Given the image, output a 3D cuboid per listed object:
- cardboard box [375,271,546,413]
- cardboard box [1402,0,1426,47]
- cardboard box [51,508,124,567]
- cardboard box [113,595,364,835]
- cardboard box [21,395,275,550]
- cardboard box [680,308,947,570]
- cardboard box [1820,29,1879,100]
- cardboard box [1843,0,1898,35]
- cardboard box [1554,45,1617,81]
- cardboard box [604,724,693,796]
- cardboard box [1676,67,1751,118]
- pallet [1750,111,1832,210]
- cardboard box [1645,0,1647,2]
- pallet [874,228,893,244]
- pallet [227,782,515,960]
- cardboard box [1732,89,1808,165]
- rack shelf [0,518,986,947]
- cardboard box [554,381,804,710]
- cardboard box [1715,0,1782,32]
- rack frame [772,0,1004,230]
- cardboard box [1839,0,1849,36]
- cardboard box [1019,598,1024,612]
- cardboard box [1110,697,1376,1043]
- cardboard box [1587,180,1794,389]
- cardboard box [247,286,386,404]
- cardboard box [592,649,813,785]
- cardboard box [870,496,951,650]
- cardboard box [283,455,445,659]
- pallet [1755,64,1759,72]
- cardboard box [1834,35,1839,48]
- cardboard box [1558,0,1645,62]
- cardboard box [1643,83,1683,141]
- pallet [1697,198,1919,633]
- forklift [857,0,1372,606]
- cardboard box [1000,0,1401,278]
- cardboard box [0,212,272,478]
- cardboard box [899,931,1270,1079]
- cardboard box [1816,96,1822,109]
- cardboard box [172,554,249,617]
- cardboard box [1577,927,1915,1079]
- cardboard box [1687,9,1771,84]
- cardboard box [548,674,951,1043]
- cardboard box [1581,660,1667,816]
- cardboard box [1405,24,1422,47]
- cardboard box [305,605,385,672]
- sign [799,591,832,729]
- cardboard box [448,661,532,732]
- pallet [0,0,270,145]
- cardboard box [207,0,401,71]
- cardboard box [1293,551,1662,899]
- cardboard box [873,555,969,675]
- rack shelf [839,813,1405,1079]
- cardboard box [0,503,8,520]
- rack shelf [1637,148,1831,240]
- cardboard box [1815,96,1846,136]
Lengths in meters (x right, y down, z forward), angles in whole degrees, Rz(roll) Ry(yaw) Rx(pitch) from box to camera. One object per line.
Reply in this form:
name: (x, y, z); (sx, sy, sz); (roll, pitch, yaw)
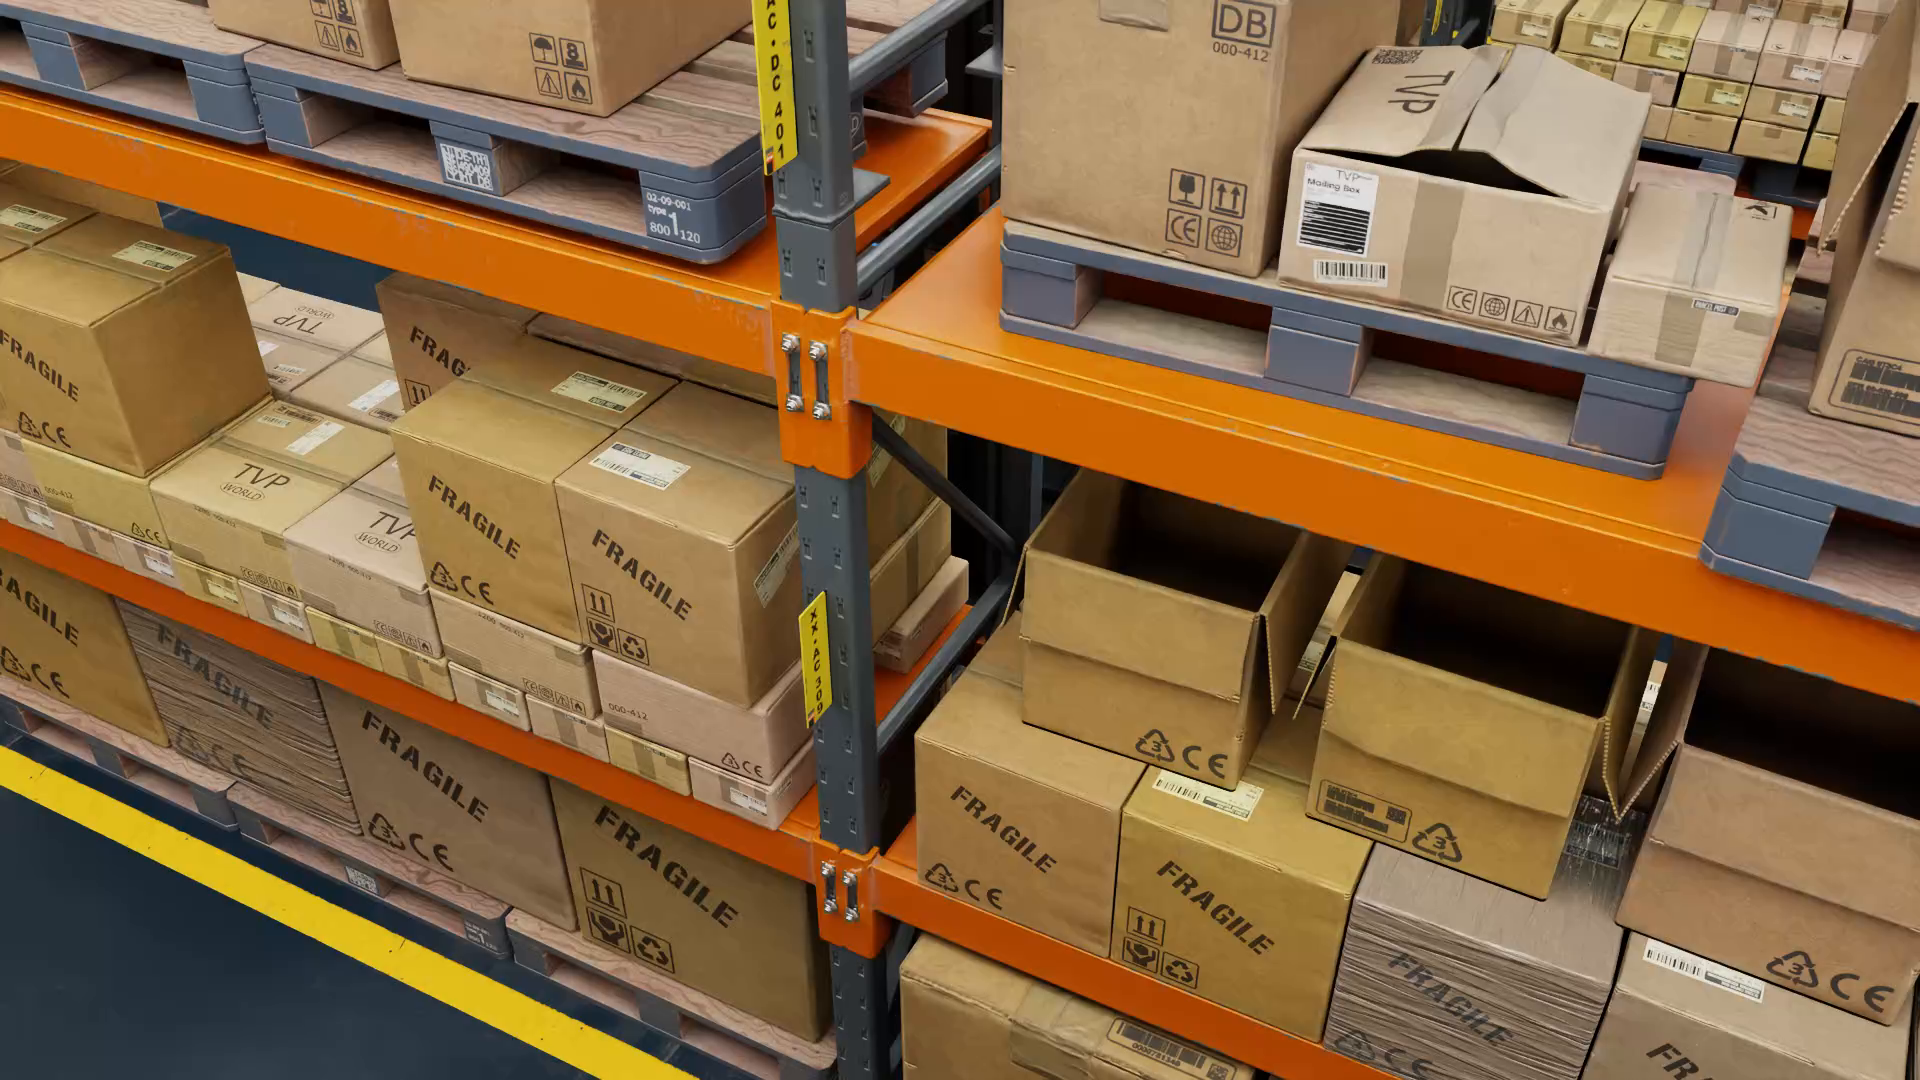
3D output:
cardboard box: (-1.267, -0.568, 4.775); (0.500, 0.500, 0.500); (16, 40, 20)
cardboard box: (1.986, -2.723, 8.027); (0.500, 0.500, 0.500); (17, 40, 21)
cardboard box: (-2.536, -0.108, 5.119); (0.250, 0.149, 0.380); (17, 40, 21)
cardboard box: (-2.200, 0.298, 5.786); (0.875, 0.875, 0.875); (17, 41, 21)
cardboard box: (-2.402, -0.266, 4.998); (0.500, 0.250, 0.500); (16, 40, 20)
cardboard box: (-0.369, -0.284, 4.401); (0.500, 0.500, 0.500); (17, 41, 21)
cardboard box: (3.596, -1.880, 6.614); (0.250, 0.149, 0.380); (19, 41, 23)
cardboard box: (3.913, -2.226, 7.070); (0.250, 0.149, 0.380); (16, 40, 19)
cardboard box: (2.679, -2.050, 7.084); (0.250, 0.149, 0.380); (17, 40, 21)
cardboard box: (-0.712, 0.463, 4.367); (0.250, 0.149, 0.380); (18, 41, 22)
cardboard box: (3.139, -1.906, 6.894); (0.250, 0.149, 0.380); (16, 40, 20)
pallet: (4.085, -1.631, 7.077); (1.213, 0.211, 1.003); (17, 41, 21)
cardboard box: (2.995, -2.514, 7.450); (0.250, 0.149, 0.380); (16, 40, 20)
pallet: (-0.470, -2.027, 9.746); (1.213, 0.211, 1.003); (17, 41, 21)
pallet: (-1.788, 0.862, 5.940); (1.213, 0.211, 1.003); (17, 41, 21)
cardboard box: (3.365, -1.716, 6.890); (0.250, 0.149, 0.380); (16, 40, 20)
rack shelf: (-1.837, 0.074, 5.267); (4.000, 0.370, 1.077); (17, 41, 21)
cardboard box: (-0.592, 0.002, 4.024); (0.500, 0.500, 0.500); (19, 41, 23)
cardboard box: (3.457, -2.369, 7.258); (0.250, 0.149, 0.380); (17, 40, 21)
rack frame: (-0.061, -2.046, 2.503); (0.127, 3.000, 1.000); (17, 41, 21)
cardboard box: (5.889, -3.922, 11.345); (0.875, 0.875, 0.875); (19, 41, 23)
cardboard box: (0.480, 0.287, 4.308); (0.500, 0.500, 0.500); (18, 41, 22)
cardboard box: (0.679, 0.705, 3.757); (0.500, 0.500, 0.500); (17, 41, 22)
cardboard box: (1.192, -0.424, 2.707); (0.250, 0.149, 0.380); (16, 40, 20)
cardboard box: (-2.159, -0.552, 5.375); (0.500, 0.250, 0.500); (16, 40, 20)
cardboard box: (-0.574, 0.303, 4.248); (0.500, 0.250, 0.500); (17, 40, 21)
cardboard box: (-0.358, 0.014, 4.629); (0.500, 0.250, 0.500); (17, 40, 21)
cardboard box: (-1.488, 0.019, 4.623); (0.500, 0.250, 0.500); (18, 41, 22)
pallet: (5.216, -3.692, 11.940); (1.213, 0.211, 1.003); (17, 41, 21)
cardboard box: (3.682, -2.183, 7.259); (0.250, 0.149, 0.380); (15, 40, 19)
cardboard box: (2.698, -2.165, 6.989); (0.250, 0.149, 0.380); (19, 41, 23)
cardboard box: (2.917, -1.857, 7.075); (0.250, 0.149, 0.380); (18, 41, 22)
pallet: (1.900, -0.124, 2.607); (1.213, 0.211, 1.003); (19, 41, 24)
forklift: (0.568, -1.004, 6.149); (3.031, 2.935, 1.130); (16, 40, 20)
cardboard box: (0.458, -0.902, 3.047); (0.500, 0.500, 0.700); (18, 41, 23)
cardboard box: (-2.404, -0.568, 4.775); (0.500, 0.500, 0.500); (16, 40, 20)
cardboard box: (0.516, 1.190, 4.612); (0.875, 0.875, 1.225); (18, 41, 22)
cardboard box: (3.912, -1.994, 7.256); (0.250, 0.149, 0.380); (19, 41, 23)
cardboard box: (-2.083, 0.034, 4.932); (0.250, 0.149, 0.380); (16, 40, 20)
cardboard box: (1.585, 0.985, 3.388); (0.500, 0.500, 0.500); (18, 41, 22)
cardboard box: (3.145, -2.021, 6.800); (0.250, 0.149, 0.380); (17, 40, 21)
cardboard box: (-0.610, 0.796, 5.130); (0.875, 0.875, 0.875); (17, 41, 21)
cardboard box: (1.383, 0.570, 3.936); (0.500, 0.500, 0.500); (17, 40, 21)
cardboard box: (2.208, -2.446, 8.199); (0.250, 0.149, 0.380); (19, 41, 23)
cardboard box: (-1.624, 0.178, 4.743); (0.250, 0.149, 0.380); (17, 40, 21)
sign: (-0.315, 0.266, 3.638); (0.005, 0.325, 0.100); (17, 41, 21)
cardboard box: (-1.168, 0.320, 4.555); (0.250, 0.149, 0.380); (18, 41, 22)
pallet: (-1.862, -1.389, 4.191); (1.213, 0.211, 1.003); (17, 41, 21)
cardboard box: (-1.259, -1.435, 3.667); (0.500, 0.500, 0.700); (19, 41, 24)
cardboard box: (1.114, 0.274, 3.495); (0.637, 0.503, 0.797); (18, 41, 22)
cardboard box: (-0.171, 0.183, 4.736); (0.250, 0.149, 0.380); (17, 41, 22)
rack shelf: (1.715, 1.186, 3.801); (4.000, 0.370, 1.077); (17, 41, 21)
cardboard box: (-2.994, -0.251, 5.308); (0.250, 0.149, 0.380); (16, 40, 20)
rack shelf: (4.085, -1.449, 7.273); (4.000, 0.370, 1.077); (17, 41, 21)
cardboard box: (3.615, -1.758, 6.700); (0.250, 0.149, 0.380); (17, 40, 21)
